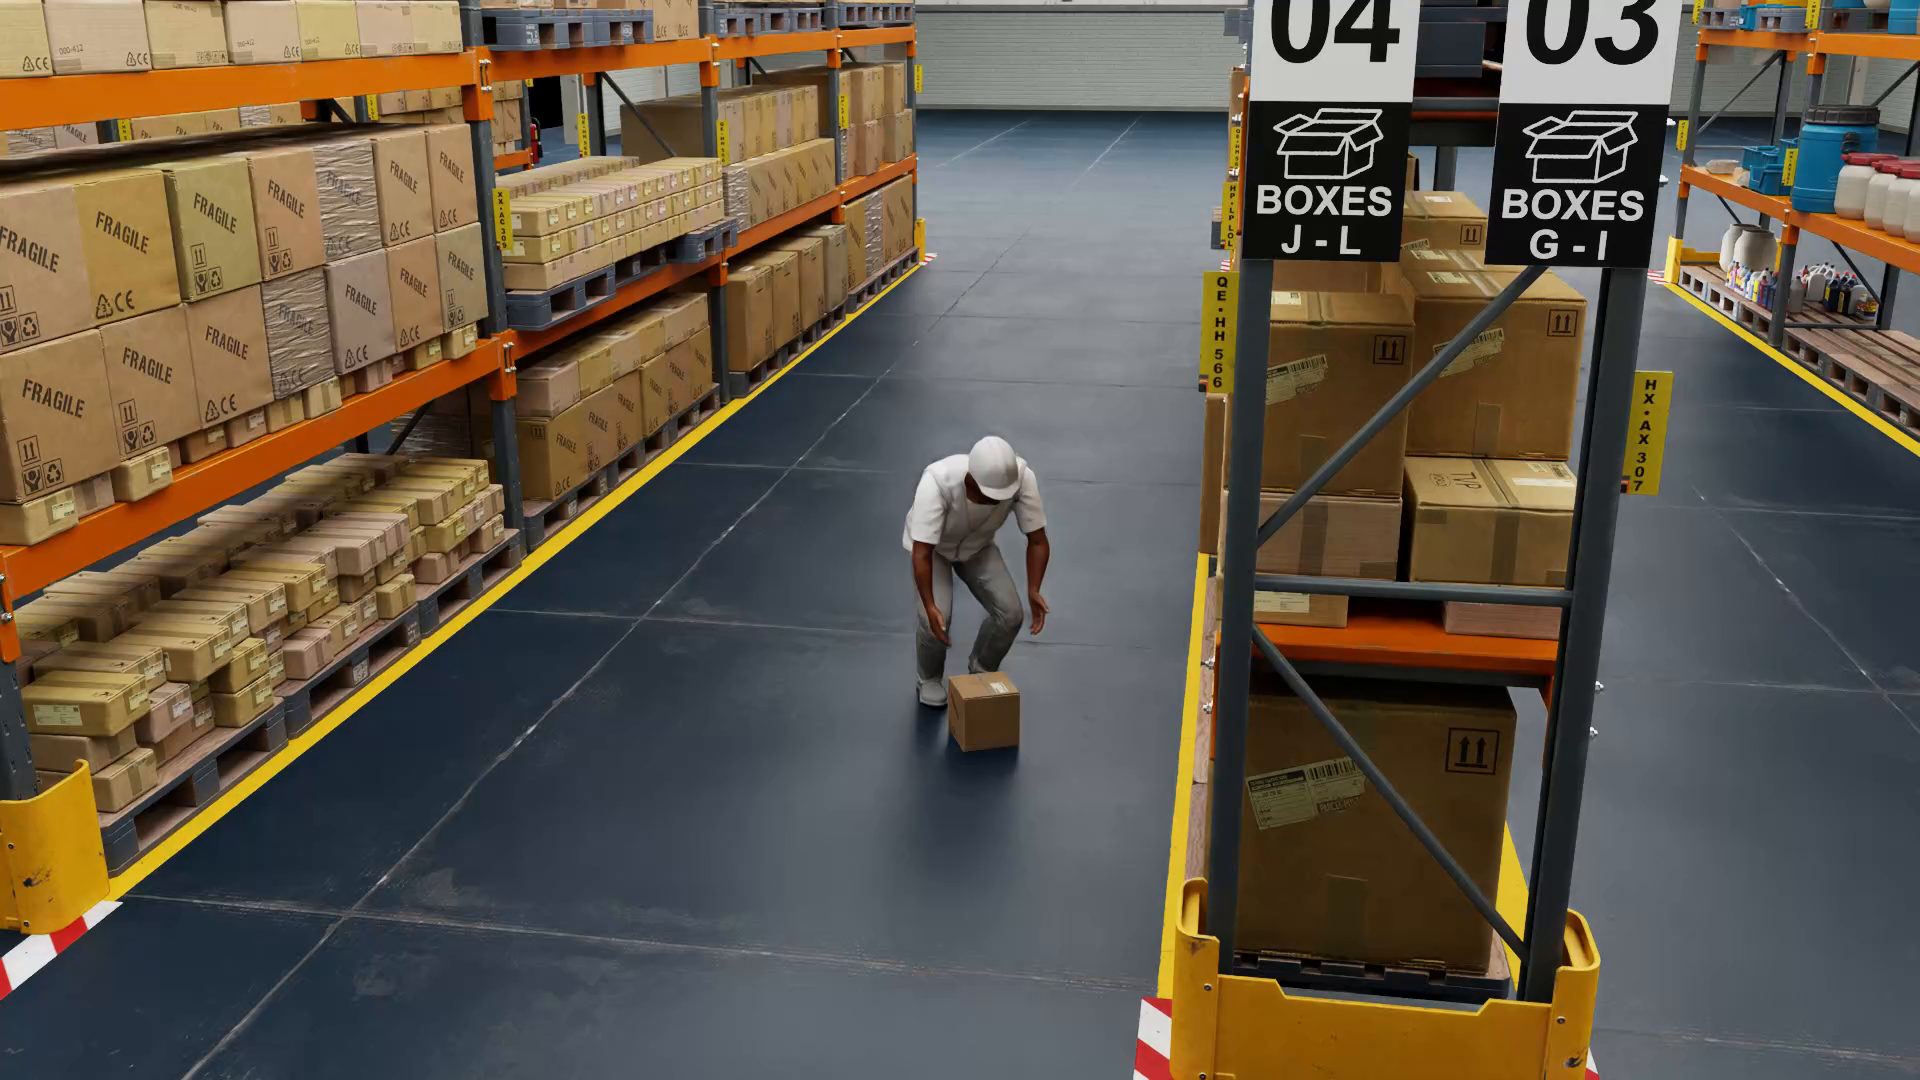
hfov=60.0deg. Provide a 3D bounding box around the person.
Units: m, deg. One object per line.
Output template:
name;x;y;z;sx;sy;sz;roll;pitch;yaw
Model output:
person;0.058;0.108;7.421;0.629;1.313;0.805;-5;18;-15
